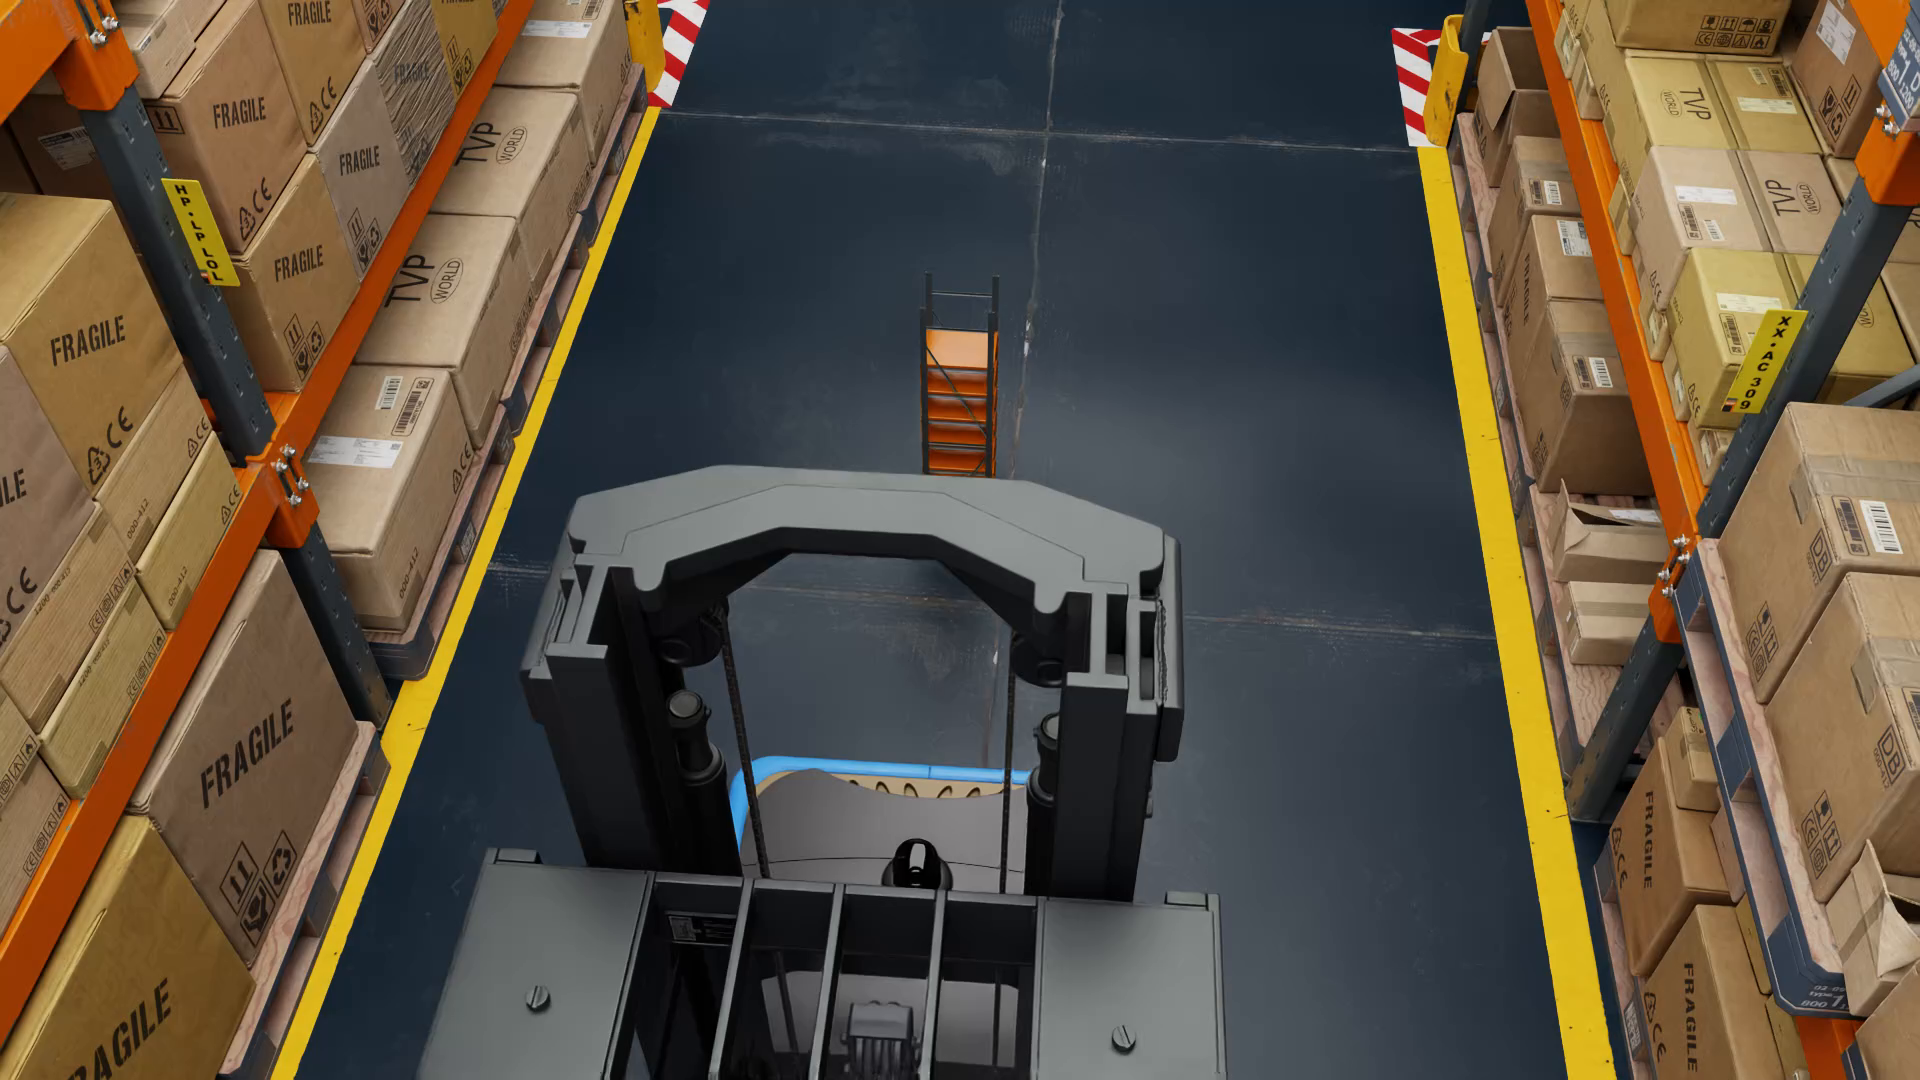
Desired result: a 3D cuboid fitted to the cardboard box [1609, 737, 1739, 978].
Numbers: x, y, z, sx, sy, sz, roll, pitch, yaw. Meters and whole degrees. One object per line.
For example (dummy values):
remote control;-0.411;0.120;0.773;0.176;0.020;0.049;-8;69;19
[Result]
cardboard box;2.220;0.936;4.770;0.500;0.500;0.500;6;48;5

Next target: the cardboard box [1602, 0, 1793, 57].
cardboard box;2.406;-1.931;5.375;0.500;0.500;0.500;5;48;5

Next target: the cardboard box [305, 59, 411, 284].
cardboard box;-2.102;-1.167;5.217;0.500;0.500;0.500;4;48;4

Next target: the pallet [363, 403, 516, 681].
pallet;-2.308;-0.049;6.152;1.003;0.211;1.213;4;48;4

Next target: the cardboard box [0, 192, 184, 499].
cardboard box;-2.246;-0.463;3.895;0.500;0.500;0.500;5;48;5

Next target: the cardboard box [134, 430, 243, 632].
cardboard box;-2.245;-0.040;4.355;0.500;0.250;0.500;3;48;3

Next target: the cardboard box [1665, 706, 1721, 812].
cardboard box;2.190;0.623;4.617;0.380;0.149;0.250;6;48;5

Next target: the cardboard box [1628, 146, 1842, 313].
cardboard box;2.322;-0.916;4.955;0.500;0.250;0.500;4;48;4

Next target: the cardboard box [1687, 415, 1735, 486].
cardboard box;2.265;-0.272;4.637;0.380;0.149;0.250;4;48;4

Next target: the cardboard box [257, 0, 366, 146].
cardboard box;-2.119;-1.513;4.855;0.500;0.500;0.500;3;48;3

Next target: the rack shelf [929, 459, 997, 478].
rack shelf;-0.001;-0.202;6.007;0.258;0.103;0.180;4;48;4

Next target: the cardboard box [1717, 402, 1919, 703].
cardboard box;2.221;0.059;3.811;0.700;0.500;0.500;5;48;5

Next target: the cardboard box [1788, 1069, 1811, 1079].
cardboard box;2.159;1.404;3.903;0.380;0.149;0.250;4;48;3

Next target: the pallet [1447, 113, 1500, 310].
pallet;2.774;-1.462;7.445;1.003;0.211;1.213;4;48;4

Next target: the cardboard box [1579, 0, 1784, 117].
cardboard box;2.429;-1.659;5.635;0.500;0.250;0.500;3;48;3

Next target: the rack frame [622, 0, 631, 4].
rack frame;-2.091;-3.376;7.305;1.000;3.000;0.127;4;48;4

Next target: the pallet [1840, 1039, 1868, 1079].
pallet;2.296;1.469;3.004;1.003;0.211;1.213;4;48;4

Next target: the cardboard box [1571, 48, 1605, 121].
cardboard box;2.379;-1.599;5.850;0.380;0.149;0.250;5;48;4

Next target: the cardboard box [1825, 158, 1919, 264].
cardboard box;2.841;-0.870;4.913;0.500;0.250;0.500;3;48;3

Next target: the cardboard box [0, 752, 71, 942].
cardboard box;-2.358;0.704;3.675;0.500;0.250;0.500;3;48;2

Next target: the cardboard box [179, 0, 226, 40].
cardboard box;-2.161;-1.431;4.341;0.380;0.149;0.250;5;48;4

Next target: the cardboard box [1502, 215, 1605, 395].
cardboard box;2.438;-0.893;6.443;0.500;0.500;0.500;5;48;4

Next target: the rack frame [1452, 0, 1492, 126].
rack frame;2.852;-3.045;7.003;1.000;3.000;0.127;4;48;4

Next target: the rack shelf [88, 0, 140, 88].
rack shelf;-2.273;-2.676;5.120;1.077;0.370;4.000;4;48;4

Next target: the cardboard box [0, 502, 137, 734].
cardboard box;-2.292;0.153;3.840;0.500;0.250;0.500;5;48;4

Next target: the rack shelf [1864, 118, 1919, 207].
rack shelf;2.306;0.594;2.129;1.077;0.370;4.000;4;48;4

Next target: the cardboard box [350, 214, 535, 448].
cardboard box;-2.210;-0.826;6.425;0.875;0.438;0.875;3;48;2

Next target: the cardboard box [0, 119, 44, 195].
cardboard box;-2.687;-1.174;4.545;0.500;0.500;0.500;4;48;3

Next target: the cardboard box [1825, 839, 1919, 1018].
cardboard box;1.979;0.793;3.299;0.396;0.266;0.258;6;48;5

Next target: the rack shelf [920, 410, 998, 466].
rack shelf;-0.001;-0.364;5.830;0.258;0.103;0.180;4;48;4

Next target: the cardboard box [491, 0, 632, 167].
cardboard box;-2.052;-2.162;7.646;0.875;0.438;0.875;2;48;2

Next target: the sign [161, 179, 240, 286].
sign;-1.914;-0.772;4.192;0.100;0.325;0.005;4;48;4

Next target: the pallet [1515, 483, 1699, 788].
pallet;2.551;0.331;5.805;1.003;0.211;1.213;4;48;4

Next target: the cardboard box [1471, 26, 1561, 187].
cardboard box;2.702;-1.901;7.363;0.797;0.503;0.637;2;48;2

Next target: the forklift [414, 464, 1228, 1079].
forklift;-0.185;1.401;2.982;1.130;2.935;3.031;3;48;3

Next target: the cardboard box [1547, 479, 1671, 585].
cardboard box;2.279;-0.016;5.800;0.396;0.266;0.258;5;48;5

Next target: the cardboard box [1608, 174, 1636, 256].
cardboard box;2.313;-1.038;5.337;0.380;0.149;0.250;3;48;3

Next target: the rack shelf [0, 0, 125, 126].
rack shelf;-2.638;0.263;2.431;1.077;0.370;4.000;4;48;4

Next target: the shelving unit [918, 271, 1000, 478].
shelving unit;-0.001;-0.394;5.798;0.258;1.200;0.189;4;48;4

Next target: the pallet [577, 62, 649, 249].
pallet;-2.086;-1.842;7.792;1.003;0.211;1.213;4;48;4

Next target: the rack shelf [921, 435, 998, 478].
rack shelf;-0.001;-0.283;5.919;0.258;0.103;0.180;4;48;4

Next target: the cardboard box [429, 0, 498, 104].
cardboard box;-2.003;-1.911;5.897;0.500;0.500;0.500;5;48;5

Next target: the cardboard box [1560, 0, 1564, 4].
cardboard box;2.499;-2.170;6.372;0.380;0.149;0.250;5;48;5

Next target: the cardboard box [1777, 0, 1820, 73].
cardboard box;2.929;-1.613;5.592;0.500;0.250;0.500;4;48;3

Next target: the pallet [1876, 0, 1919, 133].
pallet;2.359;-0.580;2.843;1.213;0.211;1.003;4;48;4

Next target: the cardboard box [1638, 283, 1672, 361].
cardboard box;2.267;-0.658;4.989;0.380;0.149;0.250;5;48;5

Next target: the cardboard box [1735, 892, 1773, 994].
cardboard box;2.230;1.021;4.253;0.380;0.149;0.250;2;48;2

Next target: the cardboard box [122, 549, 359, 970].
cardboard box;-2.432;0.599;4.824;0.875;0.875;0.875;5;48;5

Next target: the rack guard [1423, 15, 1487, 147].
rack guard;2.845;-2.146;7.874;1.175;0.500;0.348;4;48;4

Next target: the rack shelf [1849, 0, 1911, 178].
rack shelf;2.670;-2.345;4.817;1.077;0.370;4.000;4;48;4

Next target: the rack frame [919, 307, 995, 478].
rack frame;-0.010;-0.327;5.736;0.240;1.200;0.006;4;48;4
